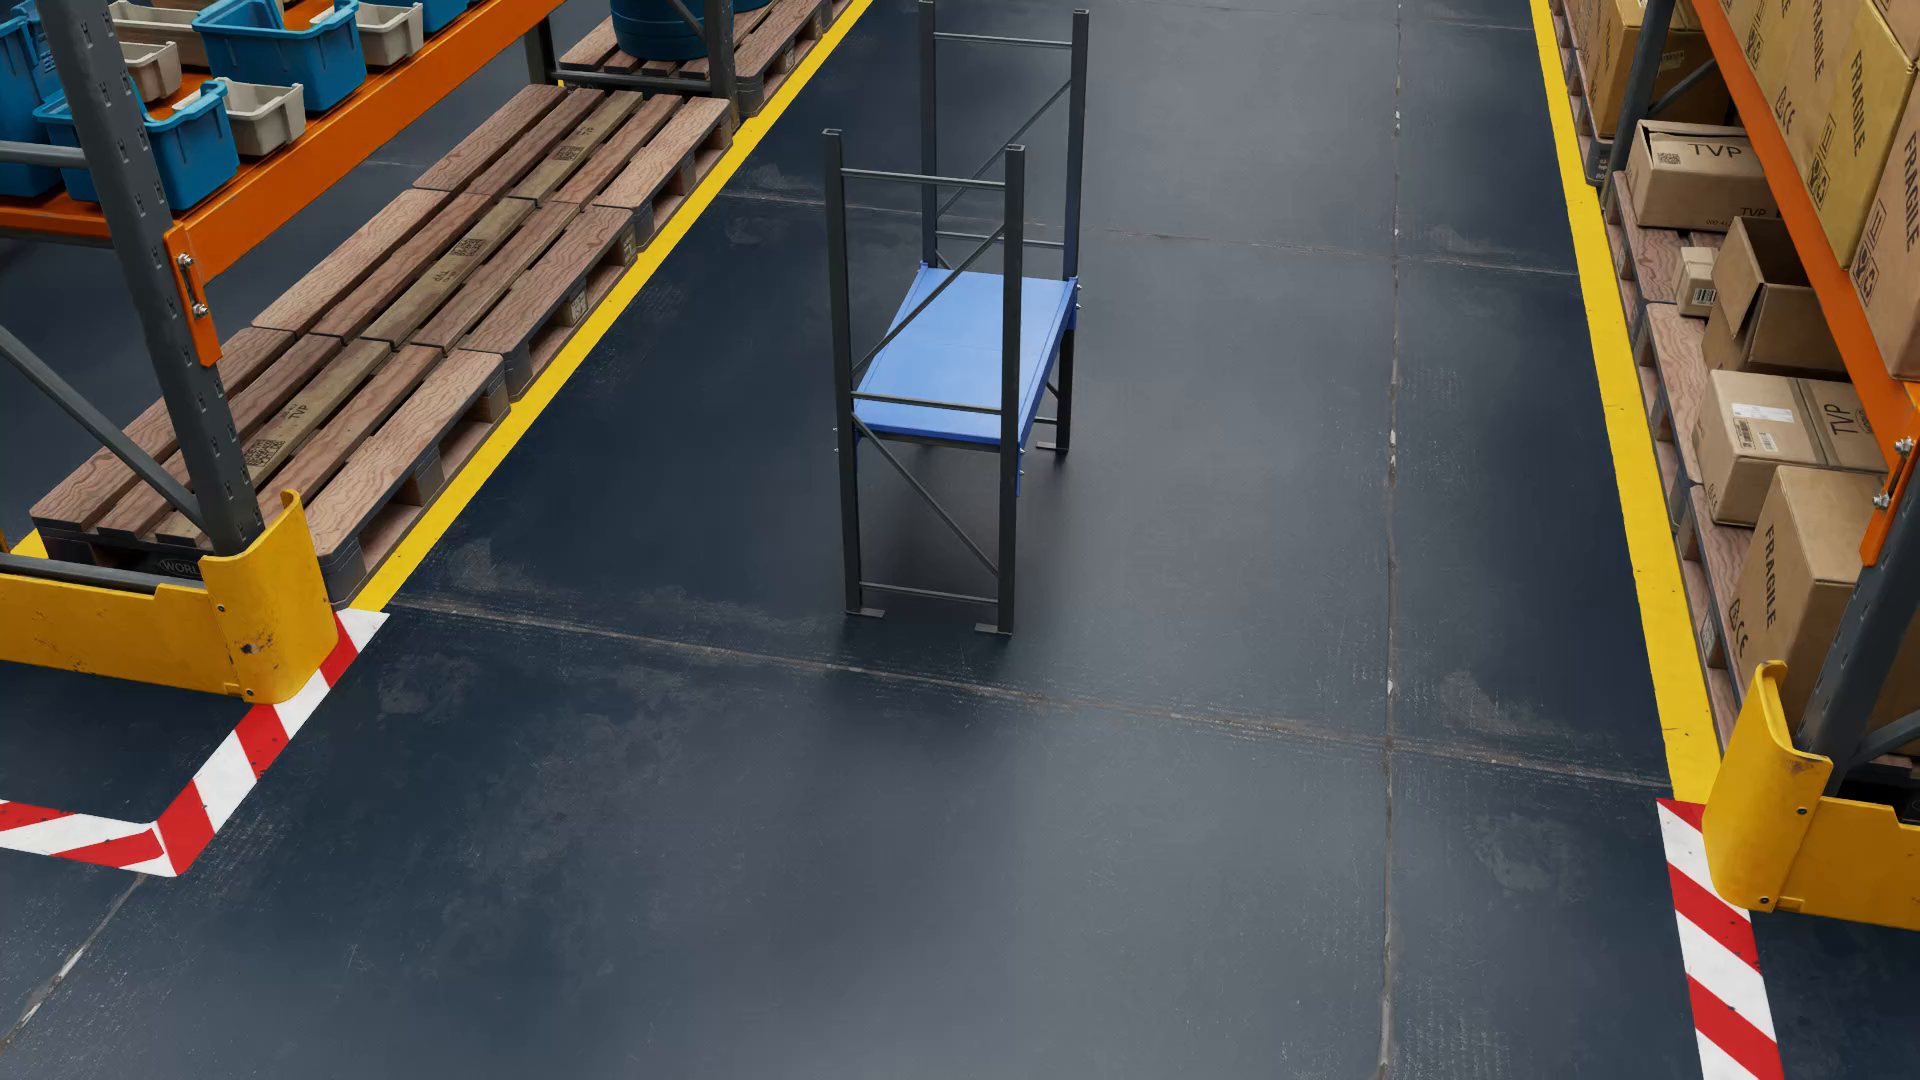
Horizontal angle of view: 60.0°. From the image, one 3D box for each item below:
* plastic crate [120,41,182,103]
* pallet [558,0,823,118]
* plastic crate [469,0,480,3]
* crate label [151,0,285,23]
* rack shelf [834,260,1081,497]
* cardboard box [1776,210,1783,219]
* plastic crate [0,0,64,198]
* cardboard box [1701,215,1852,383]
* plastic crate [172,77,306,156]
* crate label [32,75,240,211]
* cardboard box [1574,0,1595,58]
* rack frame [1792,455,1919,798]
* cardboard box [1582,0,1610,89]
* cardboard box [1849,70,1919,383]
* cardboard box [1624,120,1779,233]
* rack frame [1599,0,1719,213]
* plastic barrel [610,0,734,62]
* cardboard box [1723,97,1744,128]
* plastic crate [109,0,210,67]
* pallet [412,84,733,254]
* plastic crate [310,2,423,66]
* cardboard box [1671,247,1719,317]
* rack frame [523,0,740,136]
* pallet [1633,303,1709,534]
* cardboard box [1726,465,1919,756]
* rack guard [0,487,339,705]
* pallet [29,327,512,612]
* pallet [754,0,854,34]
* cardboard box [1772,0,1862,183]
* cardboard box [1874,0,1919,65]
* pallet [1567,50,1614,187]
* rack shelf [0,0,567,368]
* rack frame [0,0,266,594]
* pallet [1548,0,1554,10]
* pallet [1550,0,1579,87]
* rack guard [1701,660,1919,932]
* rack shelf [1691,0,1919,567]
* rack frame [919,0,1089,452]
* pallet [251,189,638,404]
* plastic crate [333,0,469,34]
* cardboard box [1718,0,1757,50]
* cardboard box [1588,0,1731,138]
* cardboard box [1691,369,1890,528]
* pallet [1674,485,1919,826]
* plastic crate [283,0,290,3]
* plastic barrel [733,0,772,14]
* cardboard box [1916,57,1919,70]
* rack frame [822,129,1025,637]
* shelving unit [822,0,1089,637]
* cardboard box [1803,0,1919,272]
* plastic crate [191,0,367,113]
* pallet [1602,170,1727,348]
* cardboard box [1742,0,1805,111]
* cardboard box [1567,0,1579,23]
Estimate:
[{"bbox_3d":[-2.414,-1.344,4.721,0.396,0.136,0.243,7,37,10],"label":"plastic crate"},{"bbox_3d":[-1.351,-2.537,8.571,1.003,0.211,1.213,7,37,10],"label":"pallet"},{"bbox_3d":[-1.692,-1.920,5.434,0.416,0.233,0.300,7,37,10],"label":"plastic crate"},{"bbox_3d":[-2.302,-1.671,5.173,0.396,0.136,0.243,7,37,10],"label":"crate label"},{"bbox_3d":[0.018,-0.511,4.983,0.538,0.185,1.000,7,37,10],"label":"rack shelf"},{"bbox_3d":[3.437,-1.410,6.394,0.500,0.500,0.500,7,37,10],"label":"cardboard box"},{"bbox_3d":[-2.522,-1.190,4.254,0.616,0.435,0.499,7,37,10],"label":"plastic crate"},{"bbox_3d":[2.885,-0.696,5.406,0.797,0.503,0.637,7,37,10],"label":"cardboard box"},{"bbox_3d":[-1.888,-1.127,4.423,0.250,0.136,0.298,7,37,10],"label":"plastic crate"},{"bbox_3d":[-2.037,-0.993,4.155,0.416,0.233,0.303,7,37,10],"label":"crate label"},{"bbox_3d":[3.328,-2.661,8.120,0.500,0.500,0.500,8,37,11],"label":"cardboard box"},{"bbox_3d":[2.427,-0.313,3.126,1.000,3.000,0.127,7,37,10],"label":"rack frame"},{"bbox_3d":[3.220,-2.373,7.724,0.500,0.500,0.500,7,37,10],"label":"cardboard box"},{"bbox_3d":[2.257,-0.644,3.498,0.500,0.500,0.500,8,37,11],"label":"cardboard box"},{"bbox_3d":[2.980,-1.482,6.655,0.500,0.311,0.500,7,37,10],"label":"cardboard box"},{"bbox_3d":[3.281,-2.606,6.290,1.000,3.000,0.127,7,37,10],"label":"rack frame"},{"bbox_3d":[-1.424,-2.859,8.069,0.600,0.901,0.708,7,37,10],"label":"plastic barrel"},{"bbox_3d":[3.623,-2.019,7.235,0.500,0.500,0.500,6,36,8],"label":"cardboard box"},{"bbox_3d":[-2.338,-1.508,4.948,0.396,0.136,0.243,7,37,10],"label":"plastic crate"},{"bbox_3d":[-1.676,-1.674,7.379,1.003,0.211,1.213,7,37,10],"label":"pallet"},{"bbox_3d":[-1.743,-1.516,4.959,0.250,0.136,0.298,7,37,10],"label":"plastic crate"},{"bbox_3d":[2.805,-0.926,6.011,0.380,0.166,0.250,7,37,10],"label":"cardboard box"},{"bbox_3d":[-1.557,-3.229,7.149,1.000,3.000,0.127,7,37,10],"label":"rack frame"},{"bbox_3d":[2.875,-0.382,5.597,1.003,0.211,1.213,7,37,10],"label":"pallet"},{"bbox_3d":[2.302,0.179,4.203,0.500,0.500,0.500,7,37,10],"label":"cardboard box"},{"bbox_3d":[-2.404,0.092,4.697,1.175,0.500,0.348,7,37,10],"label":"rack guard"},{"bbox_3d":[-2.197,-0.275,5.449,1.003,0.211,1.213,7,37,10],"label":"pallet"},{"bbox_3d":[-1.093,-3.239,9.539,1.003,0.211,1.213,7,37,10],"label":"pallet"},{"bbox_3d":[2.476,-1.227,4.302,0.500,0.500,0.500,8,37,10],"label":"cardboard box"},{"bbox_3d":[2.360,-1.338,3.602,0.500,0.500,0.500,8,37,11],"label":"cardboard box"},{"bbox_3d":[3.418,-1.948,7.758,1.003,0.211,1.213,7,37,10],"label":"pallet"},{"bbox_3d":[-1.984,-1.791,5.778,1.077,0.370,4.000,7,37,10],"label":"rack shelf"},{"bbox_3d":[-2.411,-0.936,3.985,1.000,3.000,0.127,7,37,10],"label":"rack frame"},{"bbox_3d":[3.939,-3.347,9.688,1.003,0.211,1.213,7,37,10],"label":"pallet"},{"bbox_3d":[3.676,-2.649,8.726,1.003,0.211,1.213,7,37,10],"label":"pallet"},{"bbox_3d":[2.443,0.656,3.919,1.175,0.500,0.348,7,37,10],"label":"rack guard"},{"bbox_3d":[2.854,-1.168,4.919,1.077,0.370,4.000,7,37,10],"label":"rack shelf"},{"bbox_3d":[0.127,-0.948,5.279,0.500,1.500,0.032,7,37,10],"label":"rack frame"},{"bbox_3d":[-1.935,-0.972,6.411,1.003,0.211,1.213,7,37,10],"label":"pallet"},{"bbox_3d":[-1.756,-1.747,5.197,0.416,0.233,0.300,7,37,10],"label":"plastic crate"},{"bbox_3d":[2.691,-1.808,5.103,0.500,0.500,0.500,7,37,10],"label":"cardboard box"},{"bbox_3d":[3.107,-2.091,7.334,0.500,0.500,0.500,7,37,10],"label":"cardboard box"},{"bbox_3d":[2.535,-0.261,5.022,0.500,0.250,0.500,7,37,10],"label":"cardboard box"},{"bbox_3d":[2.612,0.316,4.635,1.003,0.211,1.213,7,37,10],"label":"pallet"},{"bbox_3d":[-2.257,-1.843,5.410,0.298,0.136,0.250,7,37,10],"label":"plastic crate"},{"bbox_3d":[-1.273,-3.265,8.629,0.600,0.901,0.708,7,37,10],"label":"plastic barrel"},{"bbox_3d":[2.253,-1.048,3.202,0.500,0.500,0.500,7,37,10],"label":"cardboard box"},{"bbox_3d":[-0.090,-0.365,4.475,0.500,1.500,0.032,7,37,10],"label":"rack frame"},{"bbox_3d":[0.018,-0.656,4.877,0.538,1.500,1.048,7,37,10],"label":"shelving unit"},{"bbox_3d":[2.364,-0.942,3.909,0.500,0.500,0.500,8,37,10],"label":"cardboard box"},{"bbox_3d":[-1.896,-1.370,4.676,0.416,0.233,0.300,7,37,10],"label":"plastic crate"},{"bbox_3d":[3.134,-1.083,6.565,1.003,0.211,1.213,7,37,10],"label":"pallet"},{"bbox_3d":[2.584,-1.516,4.701,0.500,0.500,0.500,7,36,9],"label":"cardboard box"},{"bbox_3d":[3.434,-2.952,8.523,0.500,0.500,0.500,6,36,8],"label":"cardboard box"}]
